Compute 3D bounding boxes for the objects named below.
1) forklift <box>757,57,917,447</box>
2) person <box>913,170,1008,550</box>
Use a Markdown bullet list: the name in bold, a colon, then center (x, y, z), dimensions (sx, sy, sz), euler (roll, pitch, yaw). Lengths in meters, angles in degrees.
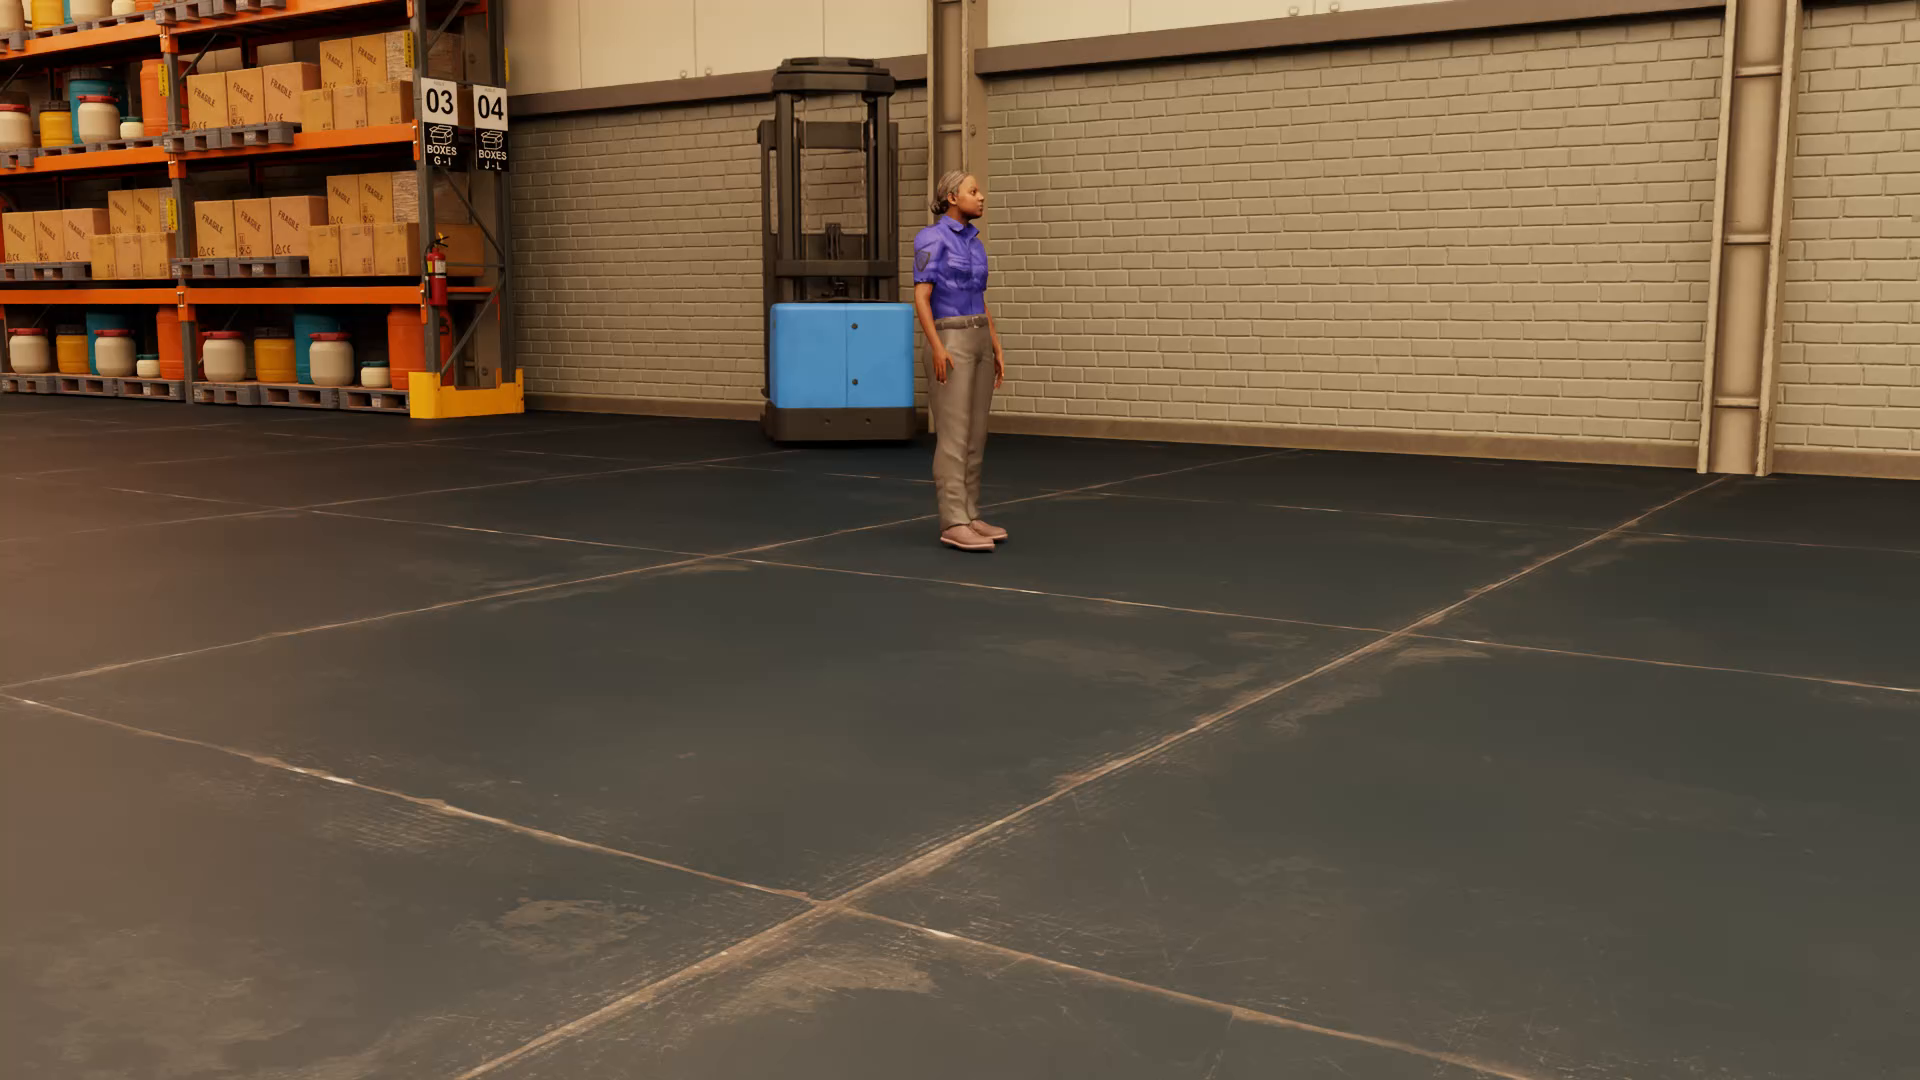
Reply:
- **forklift**: center (-1.073, -2.324, 13.534), dimensions (1.130, 2.935, 3.031), euler (-1, 8, -9)
- **person**: center (0.061, -0.817, 7.421), dimensions (0.504, 1.654, 0.569), euler (5, 10, 34)
